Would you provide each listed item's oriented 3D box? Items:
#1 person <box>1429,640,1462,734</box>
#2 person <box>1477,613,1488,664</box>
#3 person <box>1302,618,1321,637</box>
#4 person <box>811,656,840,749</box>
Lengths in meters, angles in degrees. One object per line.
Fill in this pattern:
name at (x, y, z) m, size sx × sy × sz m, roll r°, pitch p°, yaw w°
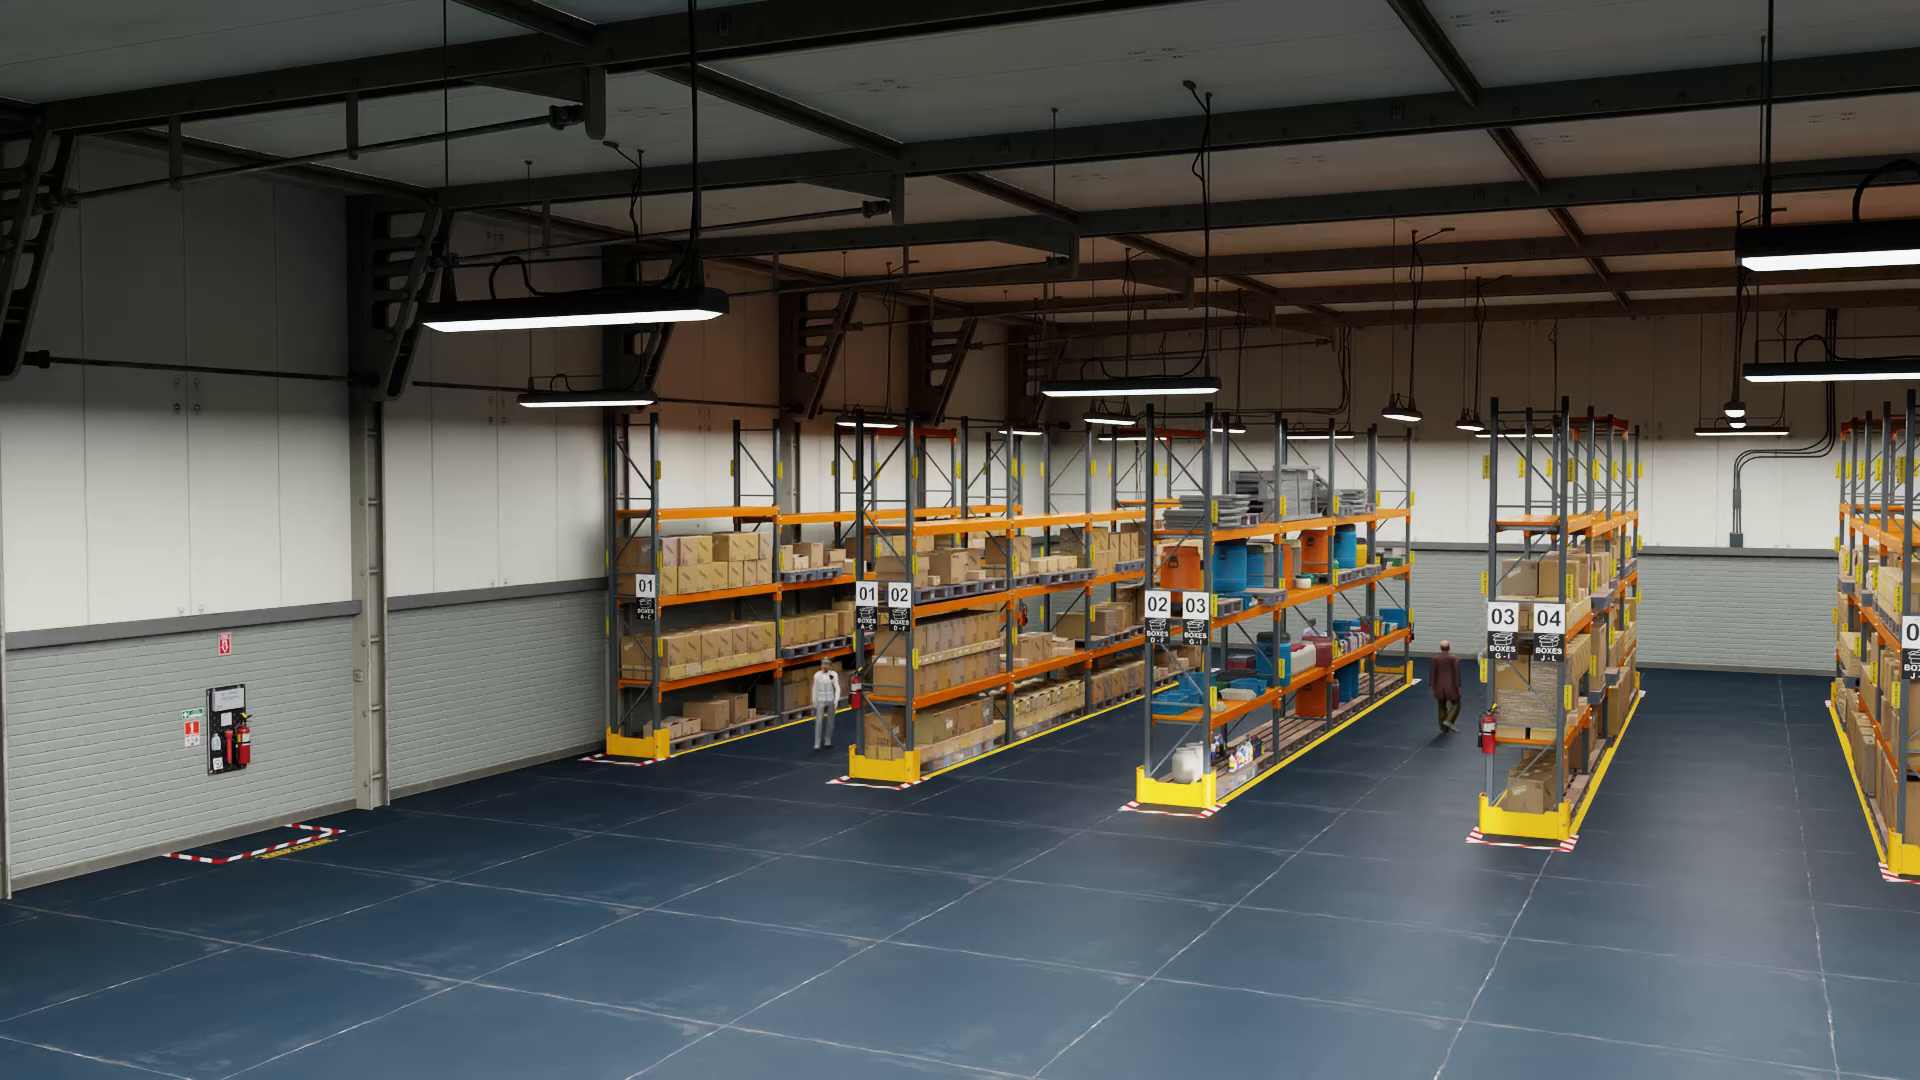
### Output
person at (9.193, 2.791, 31.506) m, size 0.627 × 1.777 × 0.587 m, roll 1°, pitch 3°, yaw 29°
person at (13.493, 2.338, 42.107) m, size 0.701 × 1.776 × 0.620 m, roll 2°, pitch 3°, yaw 42°
person at (7.989, 2.597, 37.802) m, size 0.484 × 1.659 × 0.511 m, roll 0°, pitch 2°, yaw 6°
person at (-2.404, 2.909, 29.803) m, size 0.520 × 1.645 × 0.915 m, roll 0°, pitch 2°, yaw -10°
